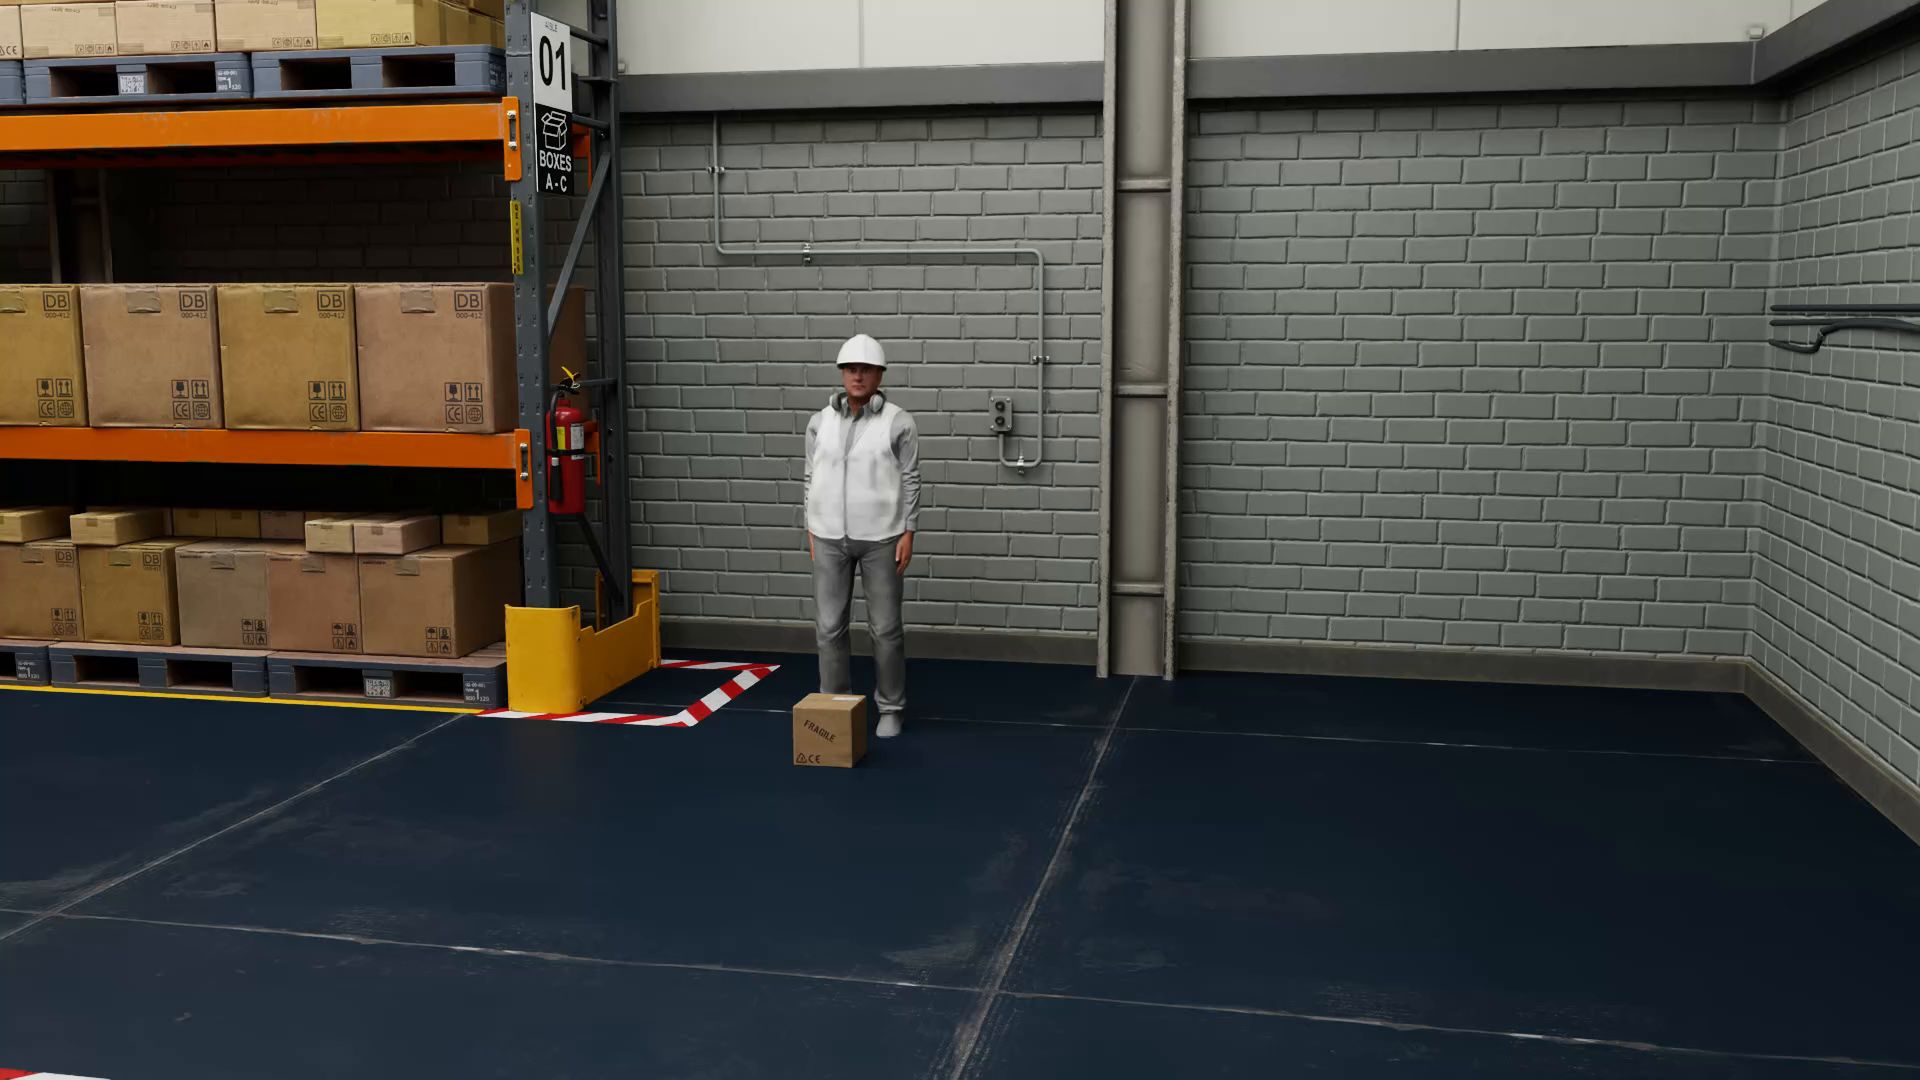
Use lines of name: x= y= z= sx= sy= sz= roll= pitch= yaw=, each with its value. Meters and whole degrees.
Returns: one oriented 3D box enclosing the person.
person: x=-0.438 y=0.004 z=7.354 sx=0.532 sy=1.811 sz=0.366 roll=2 pitch=8 yaw=12
